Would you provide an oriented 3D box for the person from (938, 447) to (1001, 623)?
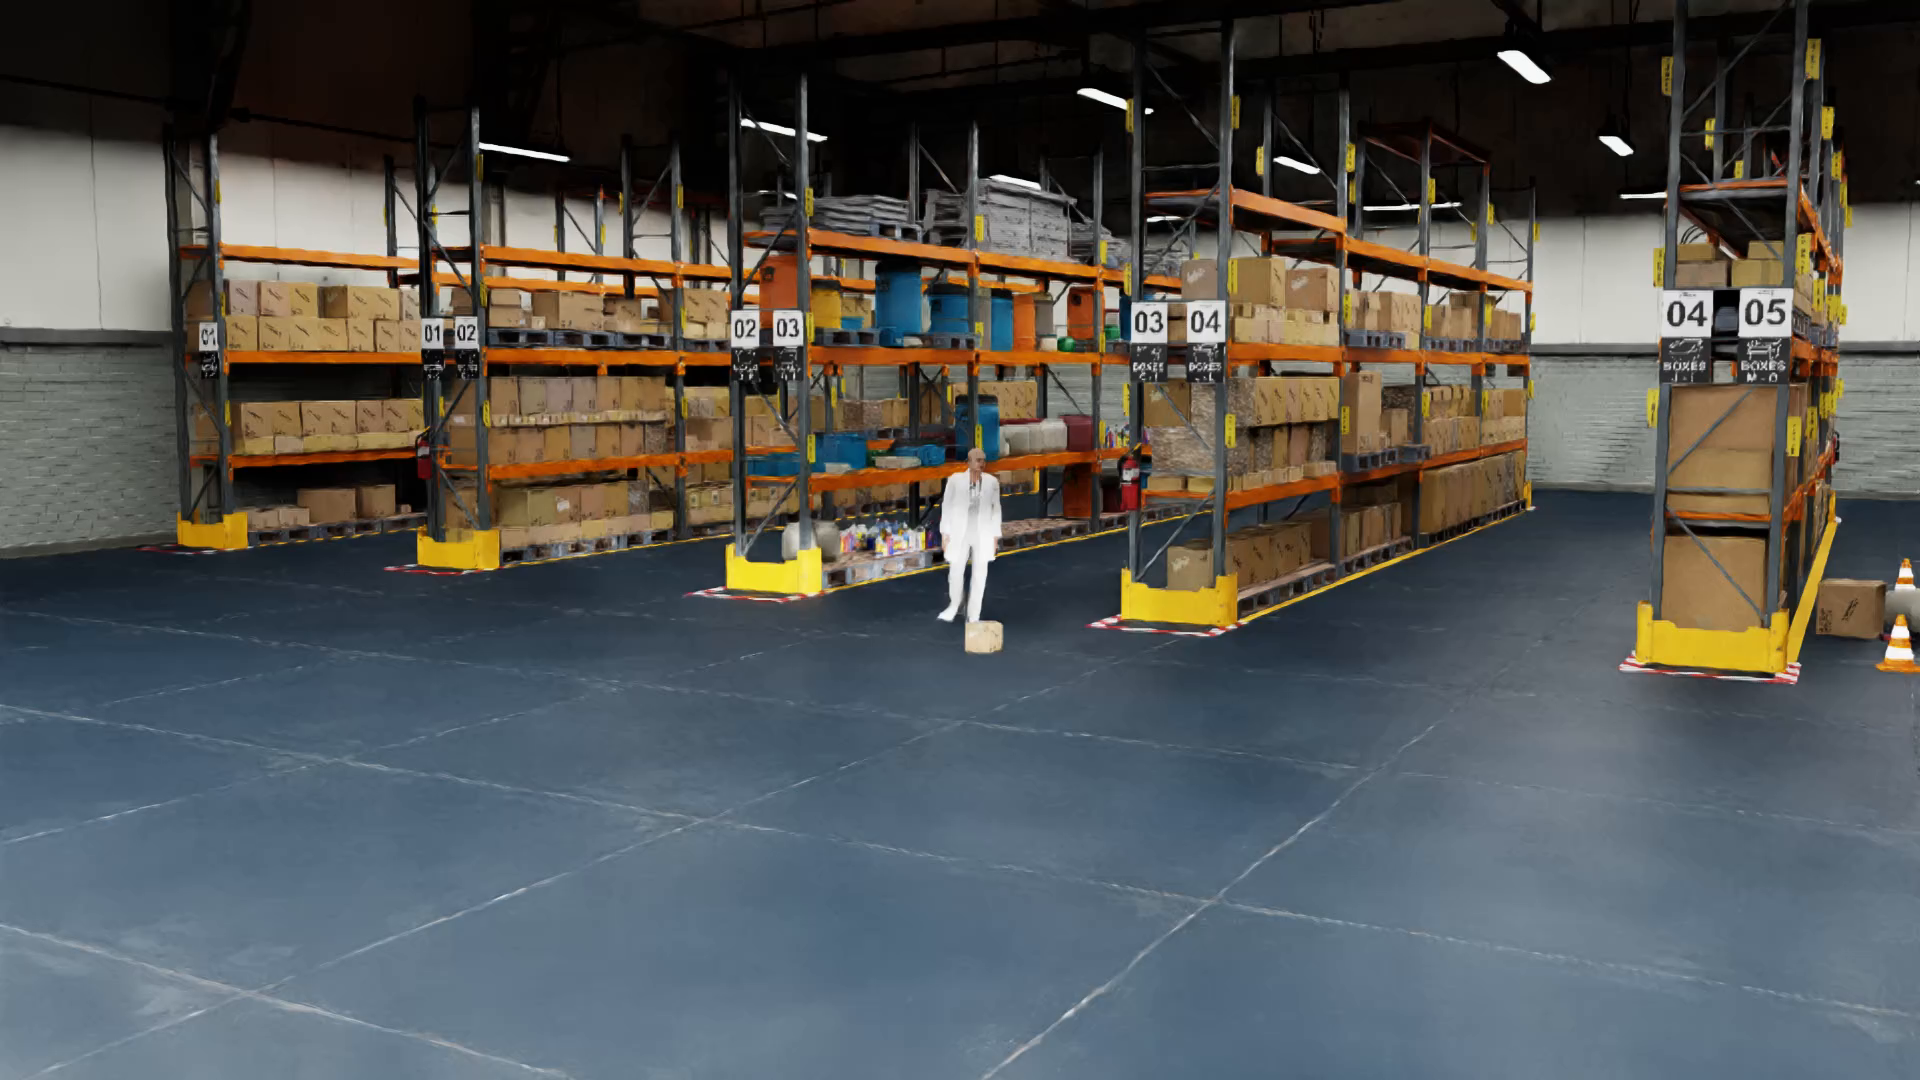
[{"bbox_3d":[0.096,-0.038,16.446,0.619,1.769,0.616,0,6,-4],"label":"person"}]
